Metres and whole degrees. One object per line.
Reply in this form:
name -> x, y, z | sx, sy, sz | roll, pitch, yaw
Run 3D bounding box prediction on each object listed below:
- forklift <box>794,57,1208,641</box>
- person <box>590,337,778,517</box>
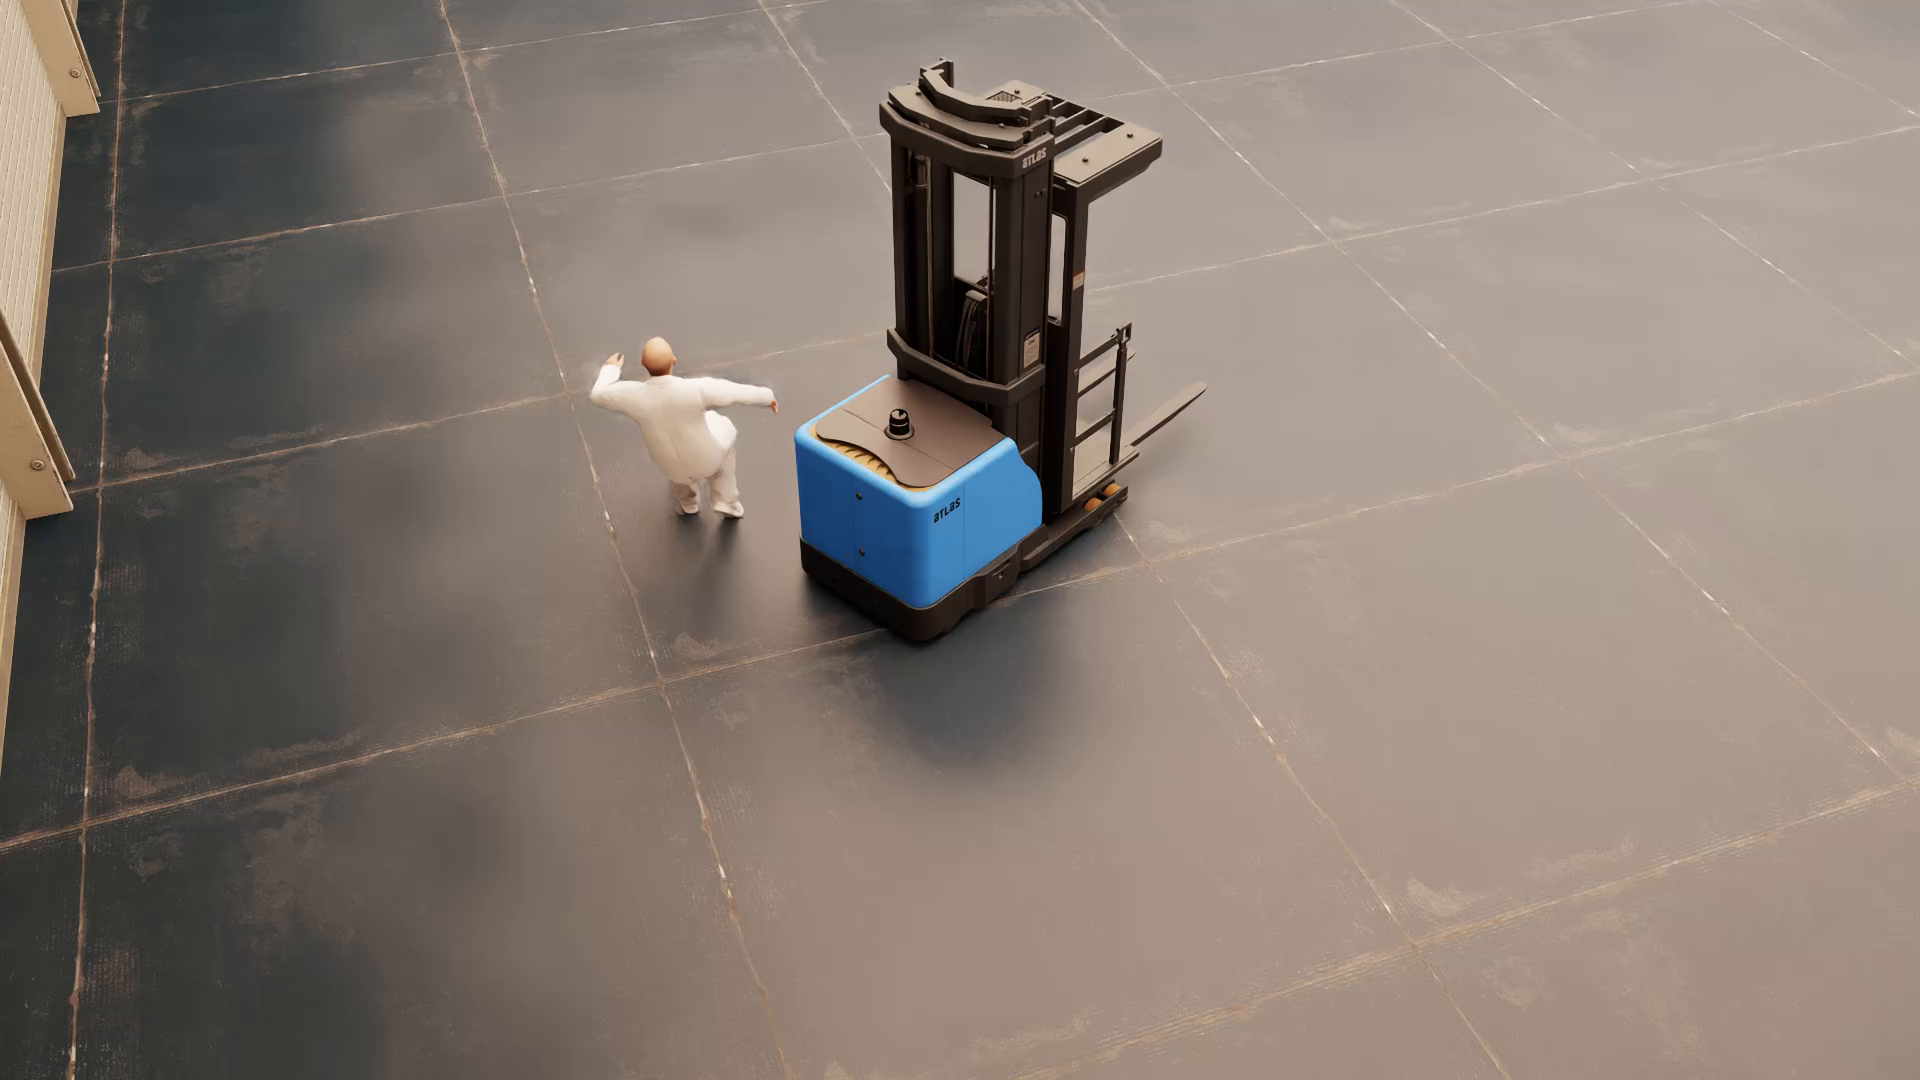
forklift -> 0.408, -1.414, 9.681 | 1.130, 2.935, 3.031 | 30, 48, 31
person -> -1.609, -0.694, 9.903 | 1.065, 1.535, 0.896 | -3, 40, -4
